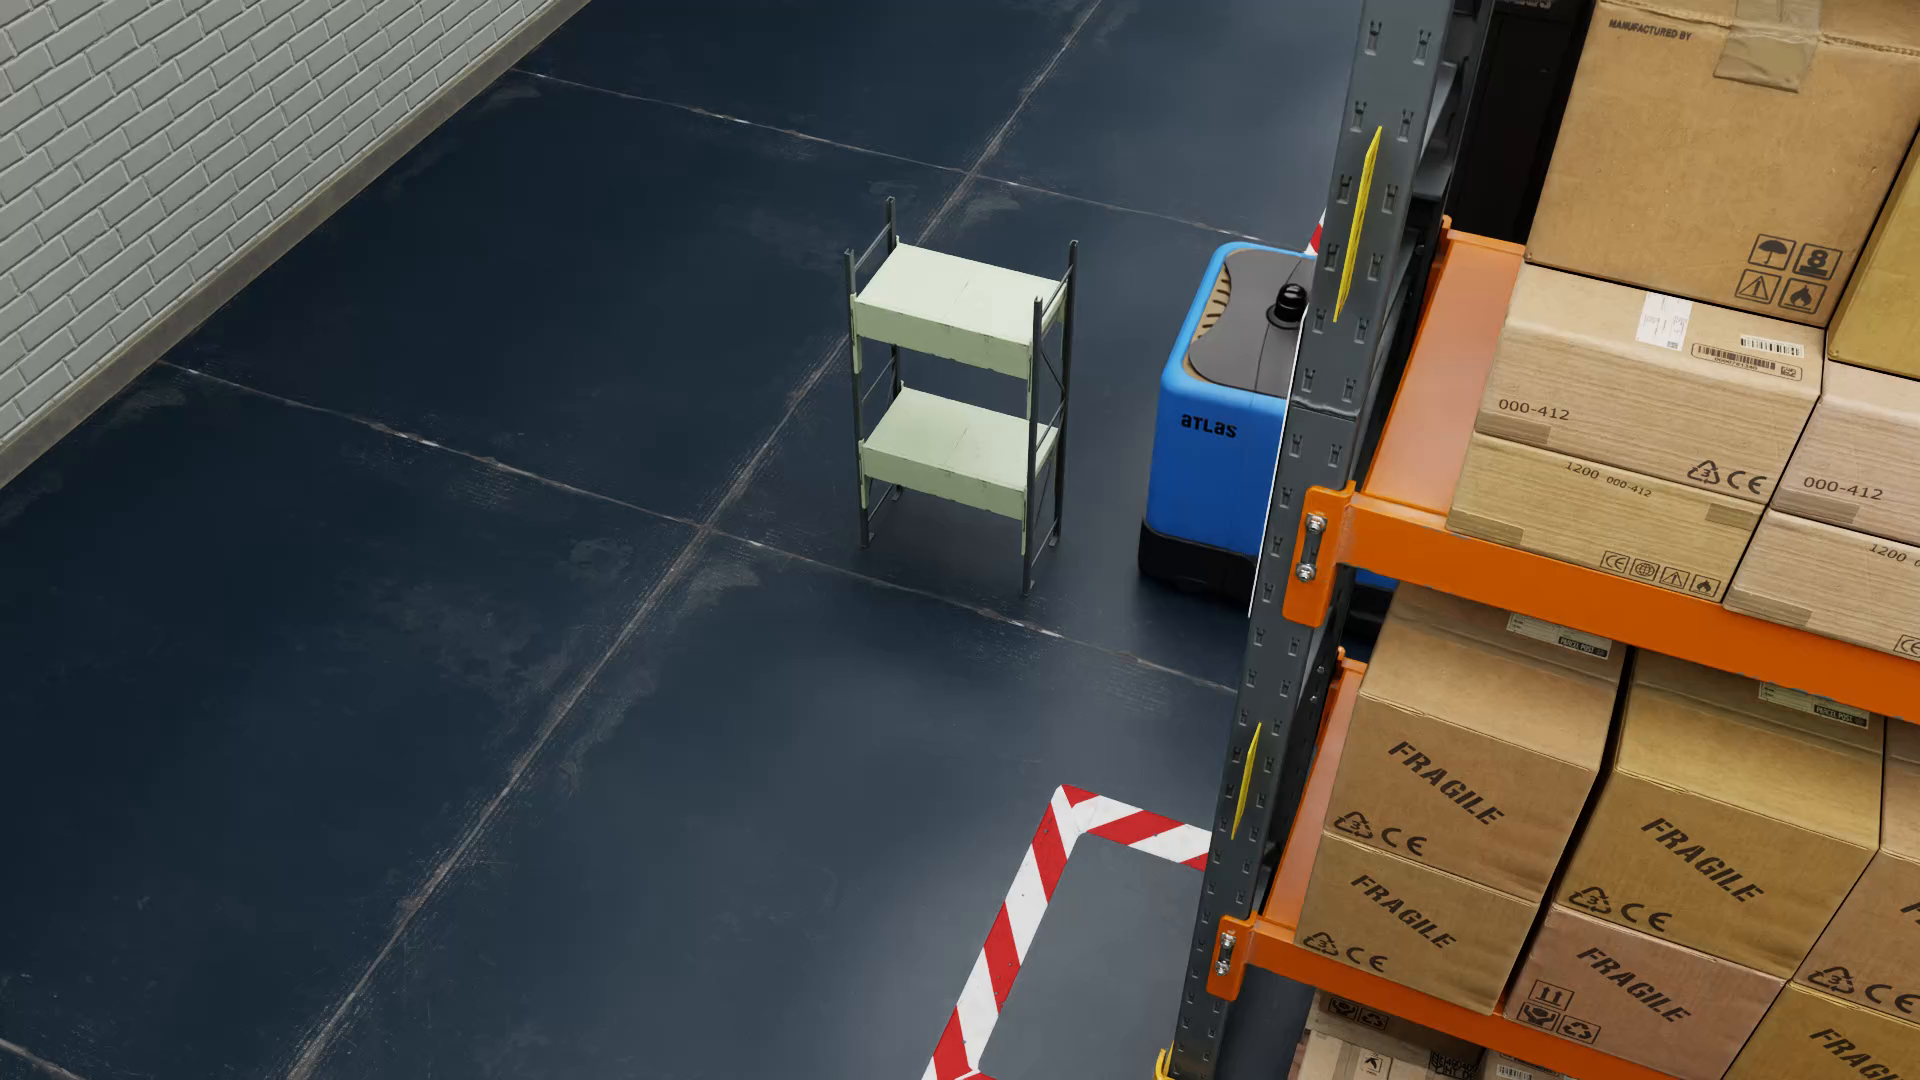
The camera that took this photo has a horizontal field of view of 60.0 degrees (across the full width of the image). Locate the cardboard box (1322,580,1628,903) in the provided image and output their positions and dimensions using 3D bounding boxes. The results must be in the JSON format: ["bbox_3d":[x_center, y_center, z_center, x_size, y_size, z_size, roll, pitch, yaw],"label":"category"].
[{"bbox_3d":[1.170,0.407,3.773,0.500,0.500,0.500,18,48,17],"label":"cardboard box"}]

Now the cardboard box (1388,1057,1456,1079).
[{"bbox_3d":[1.347,1.759,4.891,0.250,0.166,0.380,16,47,16],"label":"cardboard box"}]

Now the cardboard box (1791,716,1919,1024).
[{"bbox_3d":[2.115,0.684,3.496,0.500,0.500,0.500,17,47,16],"label":"cardboard box"}]

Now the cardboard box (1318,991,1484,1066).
[{"bbox_3d":[1.458,1.223,5.194,0.500,0.500,0.500,16,47,16],"label":"cardboard box"}]

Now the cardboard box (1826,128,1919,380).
[{"bbox_3d":[1.771,-0.628,2.687,0.500,0.500,0.700,16,47,16],"label":"cardboard box"}]

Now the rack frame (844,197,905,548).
[{"bbox_3d":[-0.332,-0.629,6.658,0.023,1.500,0.400,16,47,16],"label":"rack frame"}]

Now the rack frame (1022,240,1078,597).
[{"bbox_3d":[0.344,-0.430,6.458,0.023,1.500,0.400,16,47,16],"label":"rack frame"}]

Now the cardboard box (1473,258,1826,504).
[{"bbox_3d":[1.236,-0.373,2.963,0.500,0.250,0.500,16,47,16],"label":"cardboard box"}]

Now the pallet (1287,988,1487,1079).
[{"bbox_3d":[1.668,1.730,5.200,1.213,0.211,1.003,16,47,16],"label":"pallet"}]

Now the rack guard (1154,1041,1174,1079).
[{"bbox_3d":[0.932,1.412,5.315,0.348,0.500,1.175,16,47,16],"label":"rack guard"}]

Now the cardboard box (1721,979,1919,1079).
[{"bbox_3d":[2.110,1.037,3.849,0.500,0.500,0.500,16,47,16],"label":"cardboard box"}]

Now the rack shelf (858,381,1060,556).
[{"bbox_3d":[0.006,-0.299,6.788,0.720,0.370,0.431,16,47,16],"label":"rack shelf"}]

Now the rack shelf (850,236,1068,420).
[{"bbox_3d":[0.006,-0.807,6.283,0.720,0.370,0.431,16,47,16],"label":"rack shelf"}]

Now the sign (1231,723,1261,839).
[{"bbox_3d":[0.653,0.552,3.794,0.005,0.325,0.100,16,47,16],"label":"sign"}]

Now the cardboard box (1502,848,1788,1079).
[{"bbox_3d":[1.648,0.898,3.988,0.500,0.500,0.500,16,47,15],"label":"cardboard box"}]

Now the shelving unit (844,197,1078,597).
[{"bbox_3d":[0.006,-0.530,6.558,0.755,1.500,0.431,16,47,16],"label":"shelving unit"}]

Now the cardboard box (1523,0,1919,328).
[{"bbox_3d":[1.342,-0.819,2.879,0.500,0.500,0.700,16,47,16],"label":"cardboard box"}]

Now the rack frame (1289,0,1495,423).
[{"bbox_3d":[0.862,-1.621,2.339,0.127,3.000,1.000,16,47,16],"label":"rack frame"}]

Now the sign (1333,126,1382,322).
[{"bbox_3d":[0.653,-0.515,2.733,0.005,0.325,0.100,16,47,16],"label":"sign"}]

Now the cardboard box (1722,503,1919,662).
[{"bbox_3d":[1.694,-0.056,2.998,0.500,0.250,0.500,16,47,16],"label":"cardboard box"}]

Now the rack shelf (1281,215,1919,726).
[{"bbox_3d":[2.708,0.240,3.104,4.000,0.370,1.077,16,47,16],"label":"rack shelf"}]

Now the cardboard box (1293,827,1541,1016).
[{"bbox_3d":[1.170,0.762,4.126,0.500,0.500,0.500,17,47,17],"label":"cardboard box"}]

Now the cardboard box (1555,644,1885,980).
[{"bbox_3d":[1.655,0.544,3.635,0.500,0.500,0.500,17,47,16],"label":"cardboard box"}]

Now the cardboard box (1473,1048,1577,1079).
[{"bbox_3d":[1.716,1.792,4.799,0.500,0.250,0.500,16,47,16],"label":"cardboard box"}]

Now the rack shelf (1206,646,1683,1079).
[{"bbox_3d":[2.708,1.303,4.162,4.000,0.370,1.077,16,47,16],"label":"rack shelf"}]

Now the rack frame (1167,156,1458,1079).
[{"bbox_3d":[0.862,0.505,4.455,0.127,3.000,1.000,16,47,16],"label":"rack frame"}]

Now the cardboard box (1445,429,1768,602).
[{"bbox_3d":[1.238,-0.200,3.143,0.500,0.250,0.500,16,47,16],"label":"cardboard box"}]

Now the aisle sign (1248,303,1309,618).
[{"bbox_3d":[0.686,-0.244,3.364,0.004,0.787,0.394,16,47,16],"label":"aisle sign"}]

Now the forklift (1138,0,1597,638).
[{"bbox_3d":[2.312,-0.848,5.863,3.031,2.935,1.130,14,47,14],"label":"forklift"}]

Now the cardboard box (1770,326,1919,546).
[{"bbox_3d":[1.694,-0.233,2.821,0.500,0.250,0.500,16,47,16],"label":"cardboard box"}]

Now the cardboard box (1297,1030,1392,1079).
[{"bbox_3d":[1.116,1.697,4.966,0.250,0.149,0.380,16,47,16],"label":"cardboard box"}]
